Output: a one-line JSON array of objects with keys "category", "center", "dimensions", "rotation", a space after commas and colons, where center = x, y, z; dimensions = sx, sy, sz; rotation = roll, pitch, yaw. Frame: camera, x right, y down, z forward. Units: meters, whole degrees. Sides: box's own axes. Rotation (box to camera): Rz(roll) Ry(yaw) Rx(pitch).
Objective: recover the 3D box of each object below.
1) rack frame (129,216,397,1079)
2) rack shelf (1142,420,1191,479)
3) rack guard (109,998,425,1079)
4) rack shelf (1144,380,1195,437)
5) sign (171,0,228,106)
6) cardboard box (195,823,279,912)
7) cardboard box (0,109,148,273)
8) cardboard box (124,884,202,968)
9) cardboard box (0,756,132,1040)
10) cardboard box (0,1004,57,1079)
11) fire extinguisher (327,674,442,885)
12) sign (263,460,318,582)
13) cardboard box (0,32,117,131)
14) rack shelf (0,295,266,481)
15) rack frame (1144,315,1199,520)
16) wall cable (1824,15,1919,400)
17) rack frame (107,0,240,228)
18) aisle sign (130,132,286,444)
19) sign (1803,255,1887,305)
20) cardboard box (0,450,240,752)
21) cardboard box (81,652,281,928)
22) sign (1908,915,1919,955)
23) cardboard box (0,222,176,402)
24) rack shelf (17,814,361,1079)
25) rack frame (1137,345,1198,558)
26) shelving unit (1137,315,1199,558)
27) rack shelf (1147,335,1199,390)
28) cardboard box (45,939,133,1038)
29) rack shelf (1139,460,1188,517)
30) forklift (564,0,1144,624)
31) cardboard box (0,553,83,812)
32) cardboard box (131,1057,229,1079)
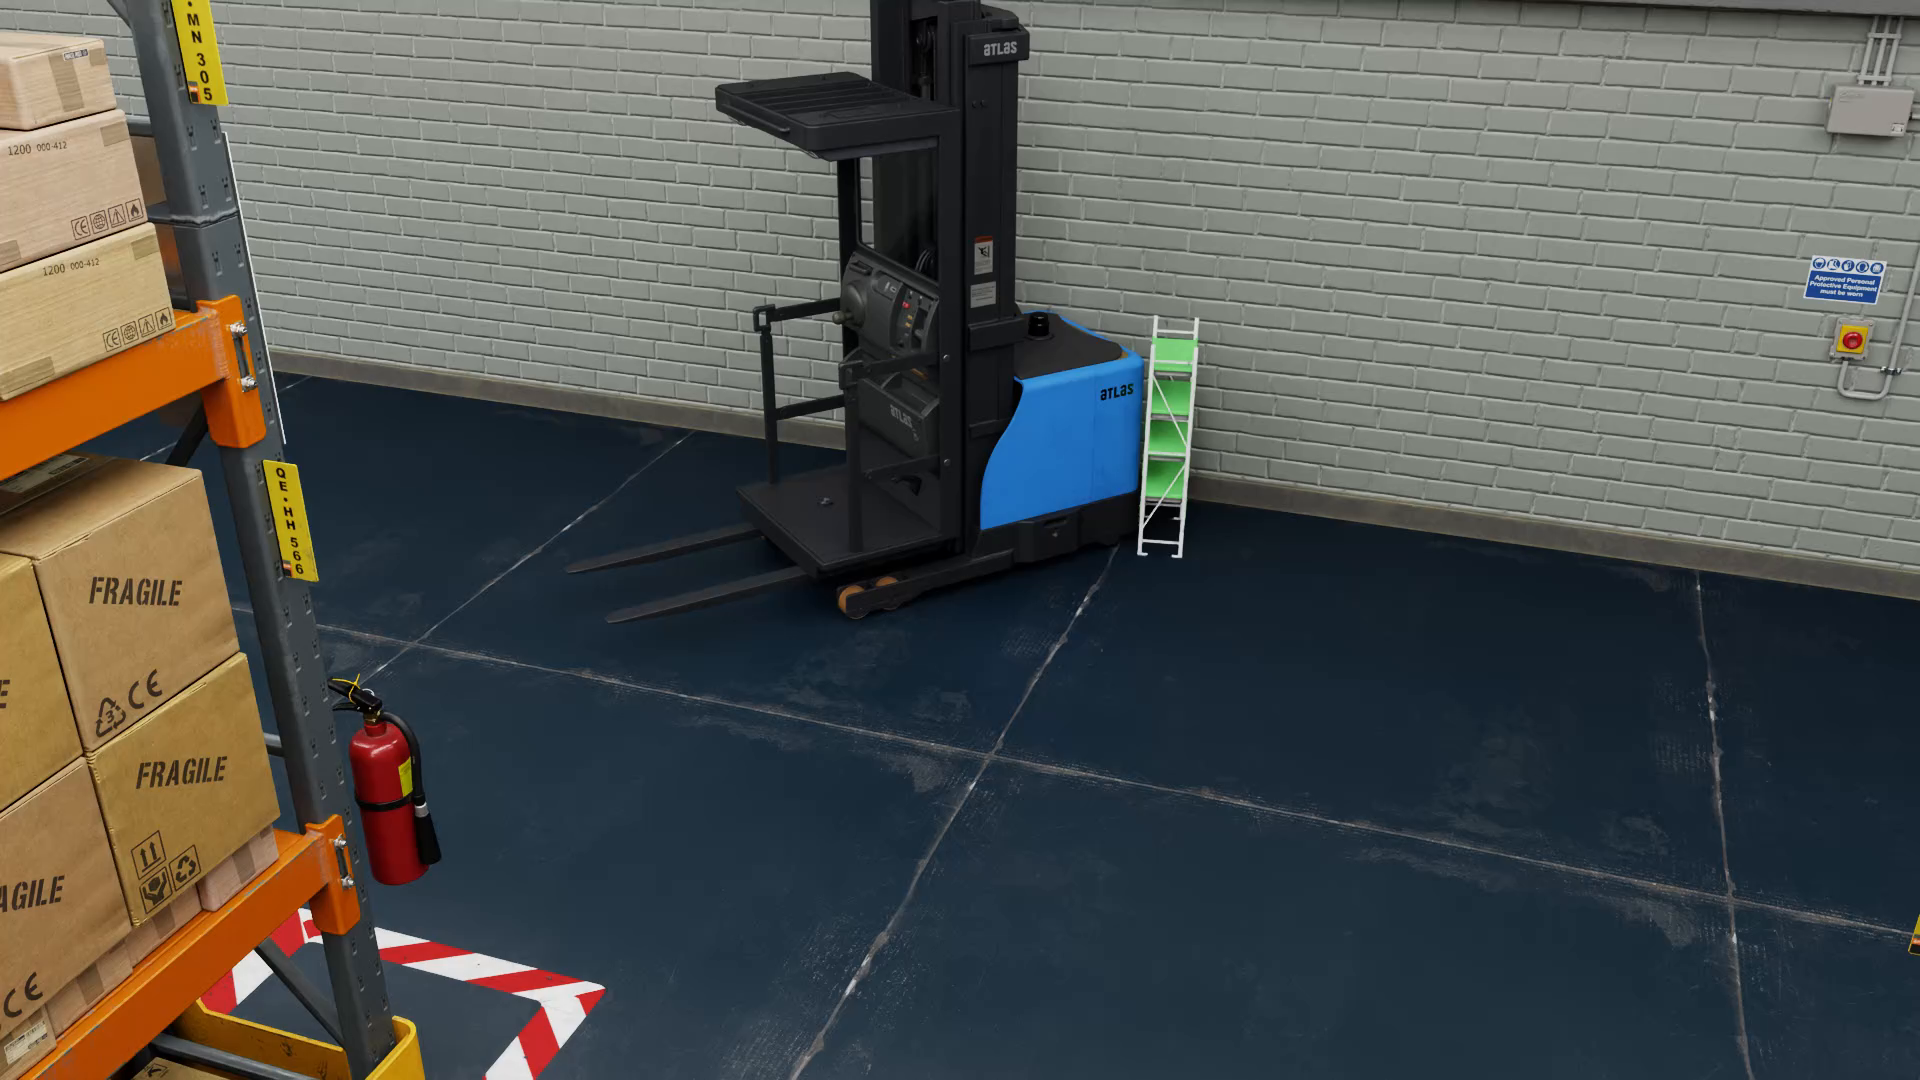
[{"category": "rack frame", "center": [-2.211, 0.529, 4.716], "dimensions": [1.000, 3.000, 0.127], "rotation": [9, 27, 17]}, {"category": "rack shelf", "center": [1.128, -0.503, 9.054], "dimensions": [0.258, 0.148, 0.480], "rotation": [4, 26, 7]}, {"category": "rack guard", "center": [-2.236, 1.685, 5.196], "dimensions": [1.175, 0.500, 0.348], "rotation": [9, 27, 17]}, {"category": "rack shelf", "center": [1.131, -0.719, 8.949], "dimensions": [0.258, 0.148, 0.480], "rotation": [4, 26, 7]}, {"category": "sign", "center": [-1.694, -1.131, 3.686], "dimensions": [0.100, 0.325, 0.005], "rotation": [9, 27, 17]}, {"category": "cardboard box", "center": [-2.053, 0.817, 4.410], "dimensions": [0.380, 0.149, 0.250], "rotation": [9, 27, 18]}, {"category": "cardboard box", "center": [-2.124, -0.753, 3.519], "dimensions": [0.500, 0.250, 0.500], "rotation": [8, 27, 16]}, {"category": "cardboard box", "center": [-2.171, 0.913, 4.210], "dimensions": [0.380, 0.149, 0.250], "rotation": [9, 27, 17]}, {"category": "cardboard box", "center": [-2.294, 0.783, 3.736], "dimensions": [0.500, 0.500, 0.500], "rotation": [8, 27, 17]}, {"category": "cardboard box", "center": [-2.303, 1.127, 3.769], "dimensions": [0.380, 0.149, 0.250], "rotation": [9, 27, 19]}, {"category": "fire extinguisher", "center": [-1.692, 0.695, 4.890], "dimensions": [0.296, 0.674, 0.183], "rotation": [9, 27, 17]}, {"category": "sign", "center": [-1.694, -0.046, 4.212], "dimensions": [0.100, 0.325, 0.005], "rotation": [9, 27, 17]}, {"category": "cardboard box", "center": [-2.045, -0.979, 3.529], "dimensions": [0.380, 0.149, 0.250], "rotation": [9, 27, 17]}, {"category": "rack shelf", "center": [-2.877, 0.324, 2.522], "dimensions": [1.077, 0.370, 4.000], "rotation": [9, 27, 17]}, {"category": "rack frame", "center": [1.162, -0.665, 9.243], "dimensions": [0.240, 1.200, 0.015], "rotation": [4, 26, 7]}, {"category": "wall cable", "center": [4.345, -1.587, 7.884], "dimensions": [0.585, 1.953, 0.123], "rotation": [9, 27, 17]}, {"category": "rack frame", "center": [-2.211, -2.172, 3.409], "dimensions": [1.000, 3.000, 0.127], "rotation": [9, 27, 17]}, {"category": "aisle sign", "center": [-1.904, -0.628, 4.122], "dimensions": [0.394, 0.787, 0.004], "rotation": [9, 27, 17]}, {"category": "sign", "center": [4.320, -1.269, 8.120], "dimensions": [0.327, 0.218, 0.001], "rotation": [9, 27, 17]}, {"category": "cardboard box", "center": [-2.129, 0.124, 3.949], "dimensions": [0.500, 0.500, 0.500], "rotation": [8, 27, 16]}, {"category": "cardboard box", "center": [-2.118, 0.572, 4.171], "dimensions": [0.500, 0.500, 0.500], "rotation": [9, 27, 18]}, {"category": "sign", "center": [1.969, 0.697, 3.285], "dimensions": [0.100, 0.325, 0.005], "rotation": [9, 27, 17]}, {"category": "cardboard box", "center": [-2.113, -0.529, 3.630], "dimensions": [0.500, 0.250, 0.500], "rotation": [8, 27, 16]}, {"category": "rack shelf", "center": [-2.877, 1.674, 3.175], "dimensions": [1.077, 0.370, 4.000], "rotation": [9, 27, 17]}, {"category": "rack frame", "center": [1.096, -0.455, 8.808], "dimensions": [0.240, 1.200, 0.015], "rotation": [4, 26, 7]}, {"category": "shelving unit", "center": [1.129, -0.560, 9.026], "dimensions": [0.258, 1.200, 0.503], "rotation": [4, 26, 7]}, {"category": "rack shelf", "center": [1.134, -0.934, 8.844], "dimensions": [0.258, 0.148, 0.480], "rotation": [4, 26, 7]}, {"category": "cardboard box", "center": [-2.240, 1.019, 3.992], "dimensions": [0.380, 0.149, 0.250], "rotation": [8, 27, 17]}, {"category": "rack shelf", "center": [1.125, -0.287, 9.159], "dimensions": [0.258, 0.148, 0.480], "rotation": [4, 26, 7]}, {"category": "forklift", "center": [-0.539, -1.182, 8.328], "dimensions": [3.031, 2.935, 1.130], "rotation": [-14, 29, -27]}, {"category": "cardboard box", "center": [-2.297, 0.332, 3.519], "dimensions": [0.500, 0.500, 0.500], "rotation": [8, 27, 16]}, {"category": "cardboard box", "center": [-2.148, 1.609, 4.591], "dimensions": [0.380, 0.149, 0.250], "rotation": [9, 27, 18]}]
